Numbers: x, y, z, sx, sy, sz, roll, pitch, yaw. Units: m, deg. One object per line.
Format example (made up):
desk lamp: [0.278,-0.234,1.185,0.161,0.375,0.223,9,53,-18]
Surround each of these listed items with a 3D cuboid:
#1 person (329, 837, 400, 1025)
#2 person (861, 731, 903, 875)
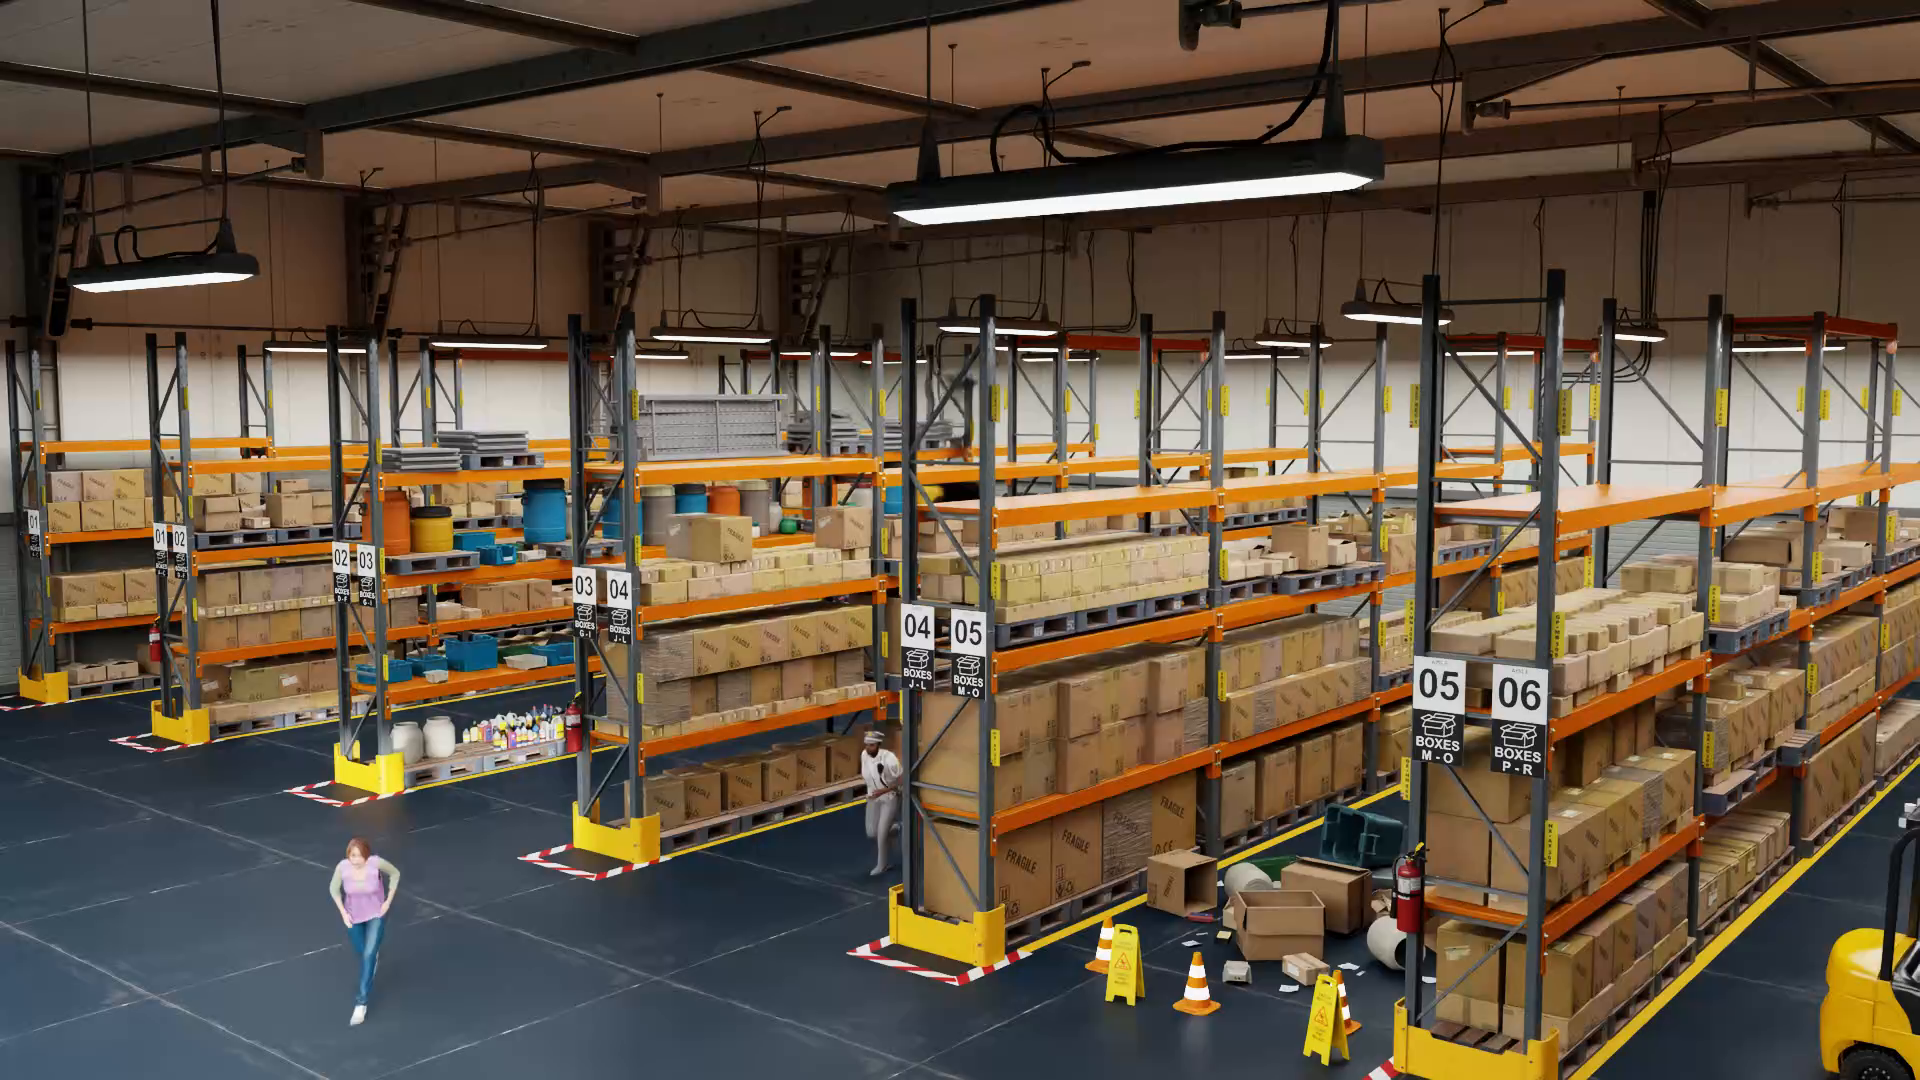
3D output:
person: [-4.976,3.170,13.950,0.559,1.549,0.897,-1,5,-16]
person: [-0.820,2.785,17.800,0.563,1.619,0.701,2,6,26]
